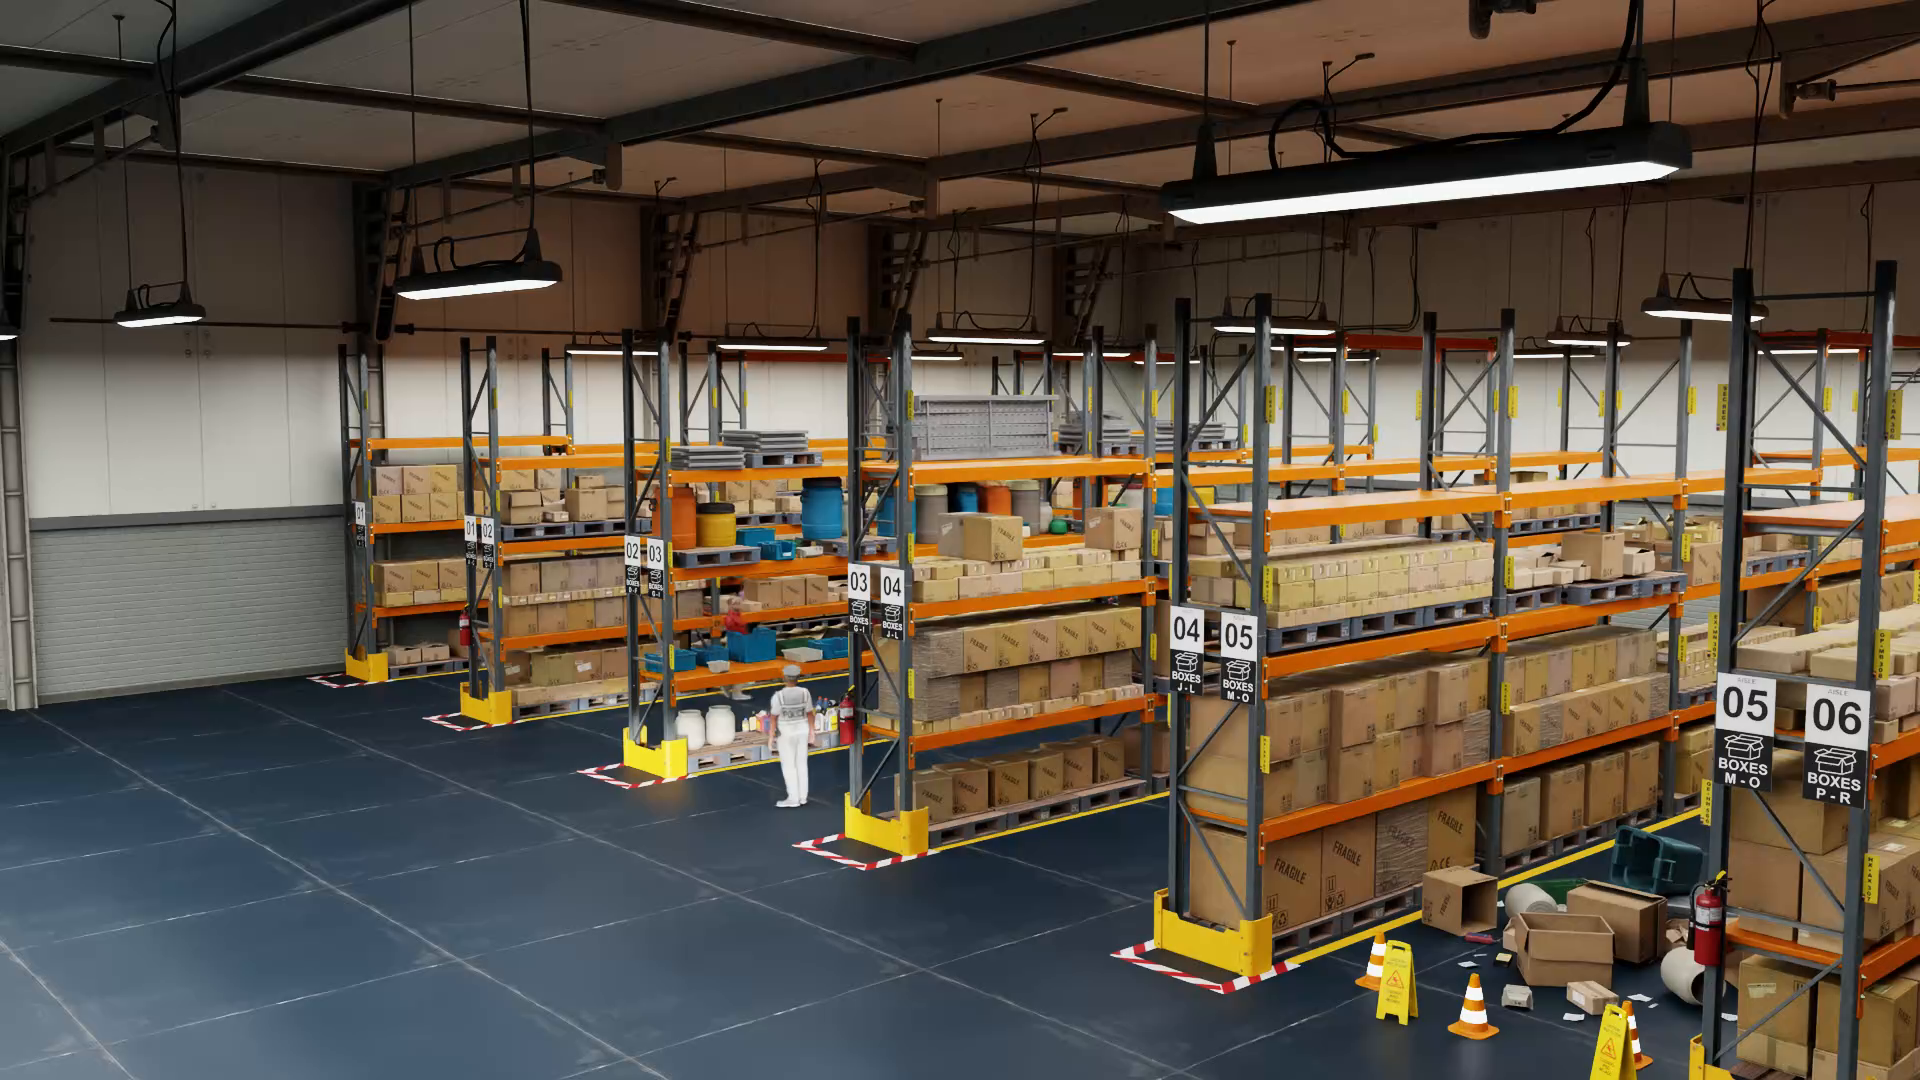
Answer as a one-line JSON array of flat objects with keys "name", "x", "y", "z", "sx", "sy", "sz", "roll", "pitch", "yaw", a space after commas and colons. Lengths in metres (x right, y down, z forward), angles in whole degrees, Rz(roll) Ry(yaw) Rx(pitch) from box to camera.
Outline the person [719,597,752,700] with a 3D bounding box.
[{"name": "person", "x": -3.750, "y": 1.803, "z": 27.625, "sx": 0.551, "sy": 1.711, "sz": 0.547, "roll": -1, "pitch": 5, "yaw": -12}]

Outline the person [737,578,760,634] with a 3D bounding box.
[{"name": "person", "x": -4.065, "y": 1.544, "z": 31.831, "sx": 0.453, "sy": 1.620, "sz": 0.478, "roll": 0, "pitch": 5, "yaw": 2}]

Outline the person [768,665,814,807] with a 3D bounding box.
[{"name": "person", "x": -2.098, "y": 2.433, "z": 20.747, "sx": 0.448, "sy": 1.780, "sz": 0.640, "roll": 4, "pitch": 7, "yaw": 41}]
